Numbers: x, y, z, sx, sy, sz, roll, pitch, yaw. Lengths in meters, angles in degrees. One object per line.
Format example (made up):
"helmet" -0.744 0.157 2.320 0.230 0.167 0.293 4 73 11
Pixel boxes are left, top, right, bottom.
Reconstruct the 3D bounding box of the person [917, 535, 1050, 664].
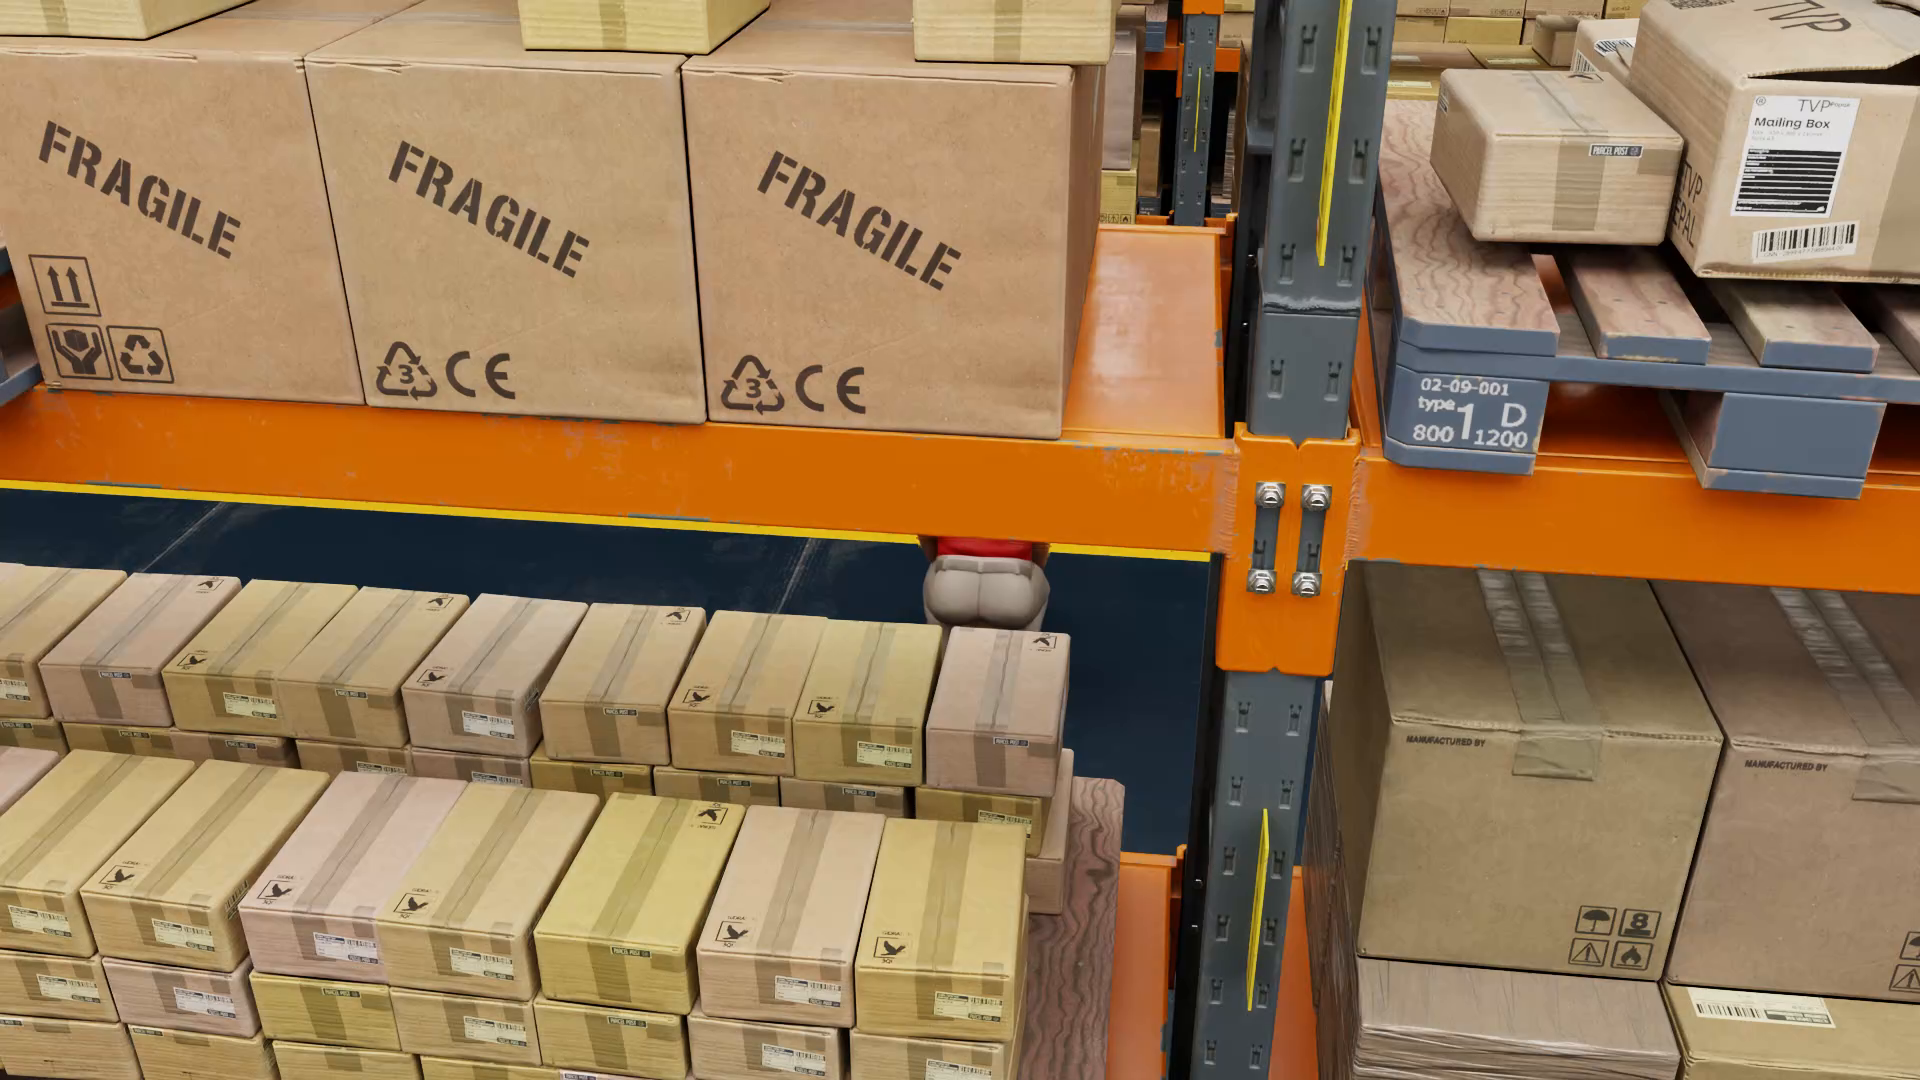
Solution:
"person" 0.080 0.101 6.664 0.564 1.061 0.850 3 28 6
